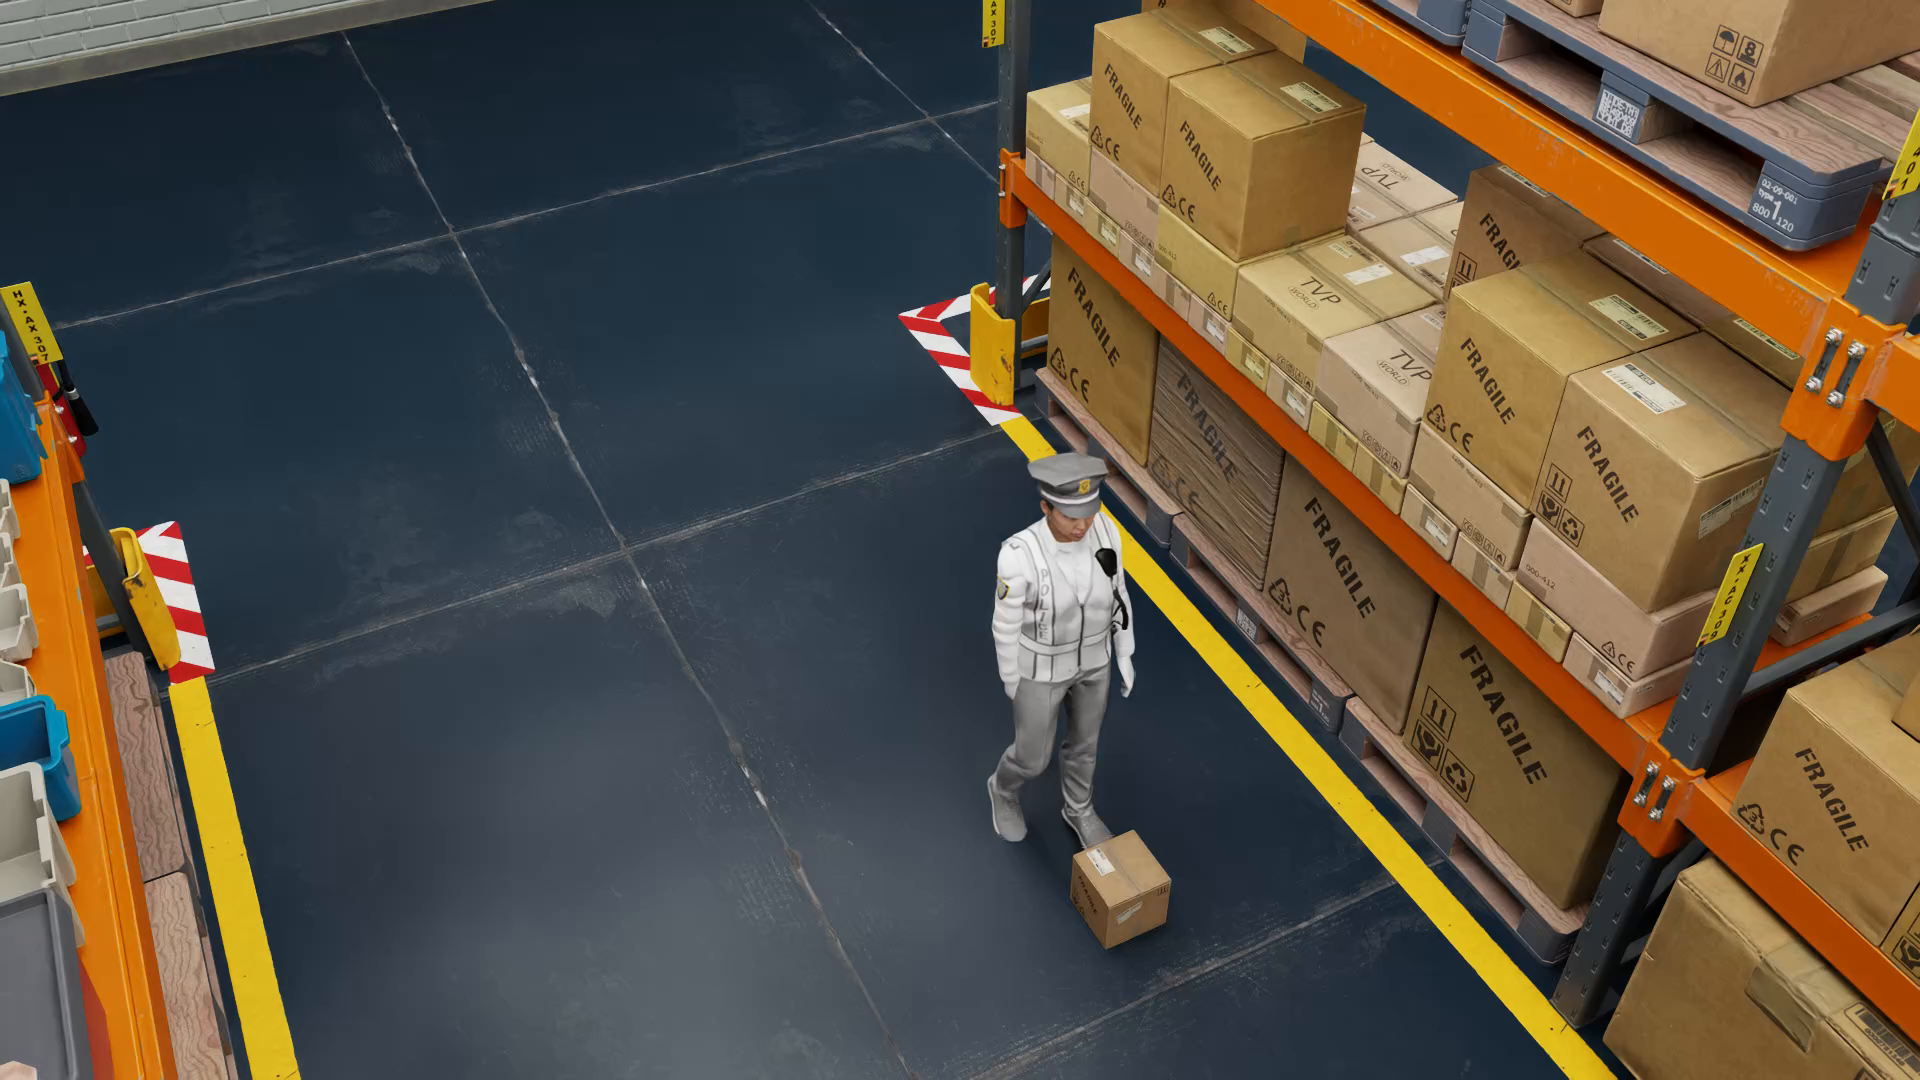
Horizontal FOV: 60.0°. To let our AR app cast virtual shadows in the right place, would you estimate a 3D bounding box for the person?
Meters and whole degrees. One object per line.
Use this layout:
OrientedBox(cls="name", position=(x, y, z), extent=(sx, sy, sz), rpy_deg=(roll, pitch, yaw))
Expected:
OrientedBox(cls="person", position=(0.368, 0.451, 5.660), extent=(0.488, 1.730, 0.466), rpy_deg=(-18, 45, -20))
